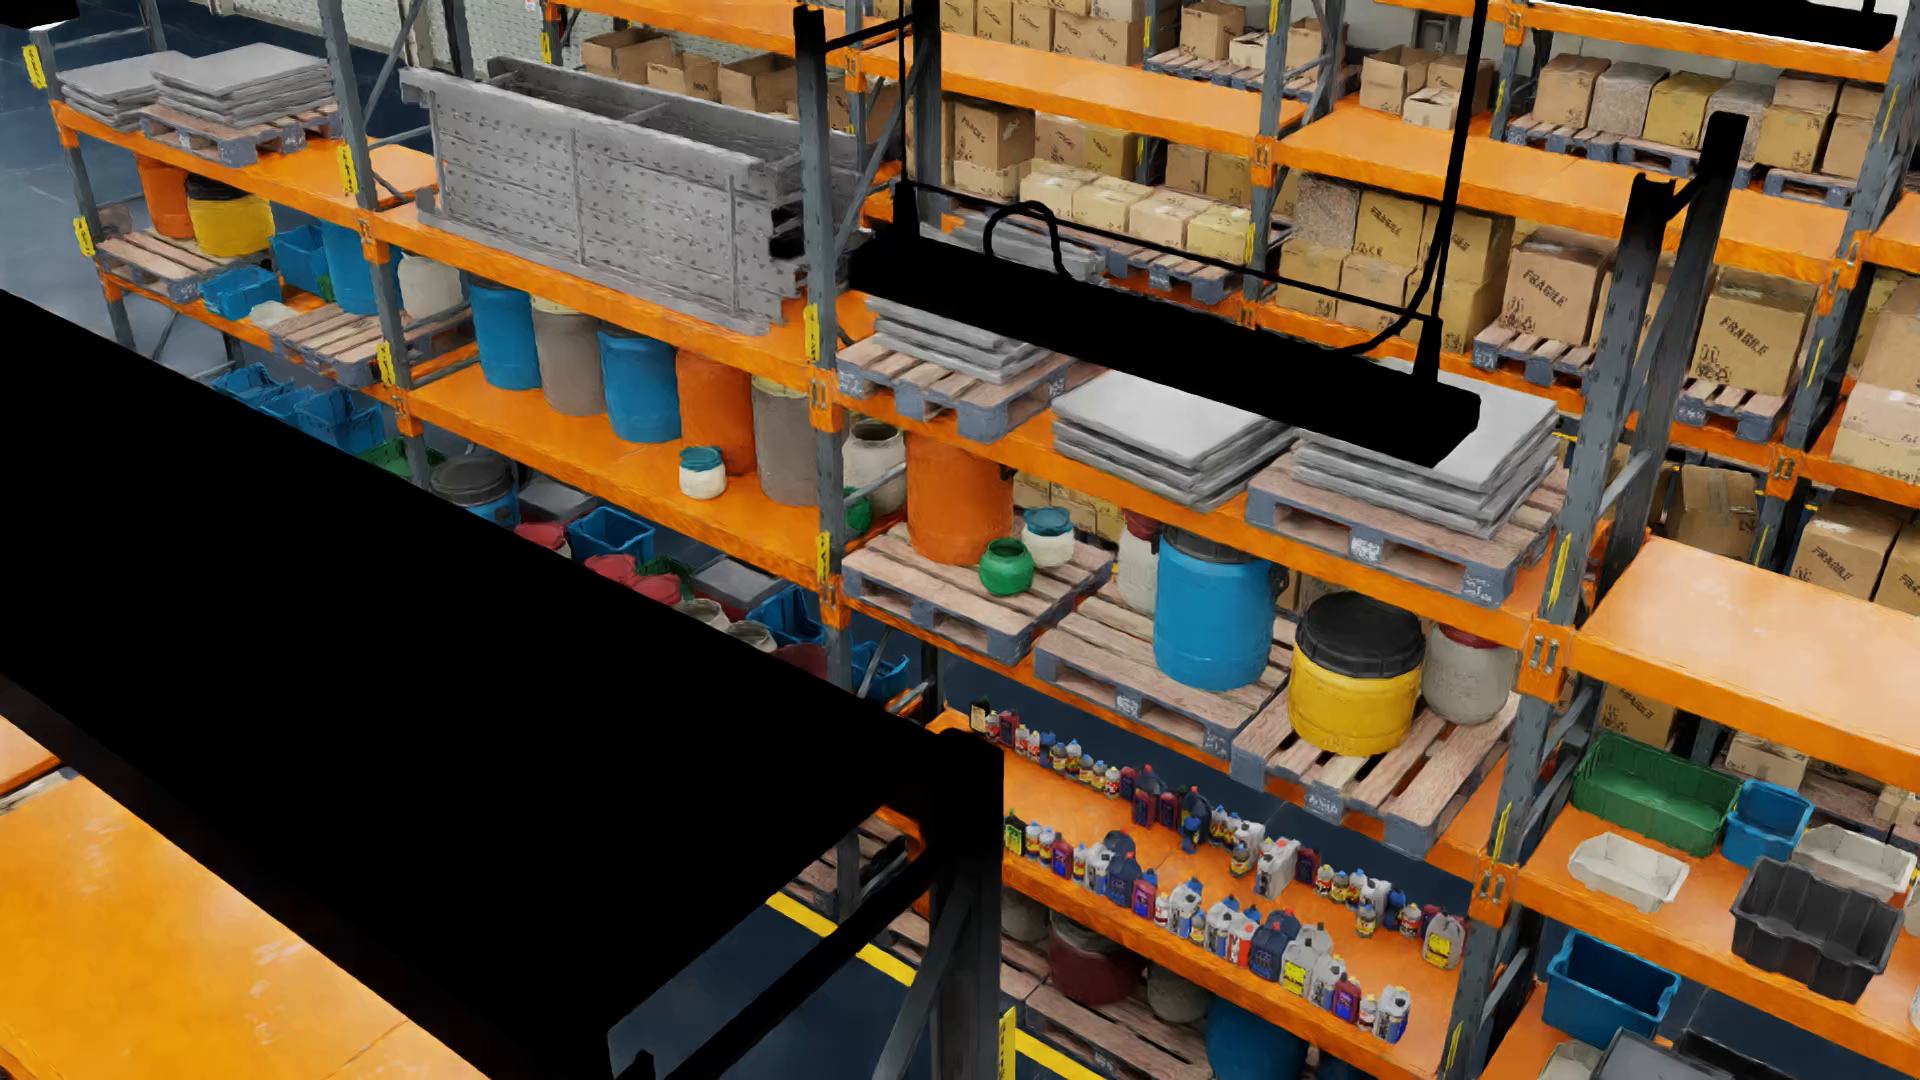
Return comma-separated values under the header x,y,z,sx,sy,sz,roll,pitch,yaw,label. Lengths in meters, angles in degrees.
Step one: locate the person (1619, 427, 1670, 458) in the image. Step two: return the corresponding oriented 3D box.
x,y,z,sx,sy,sz,roll,pitch,yaw,label
6.353,-1.072,15.342,0.648,1.733,0.407,9,33,15,person
